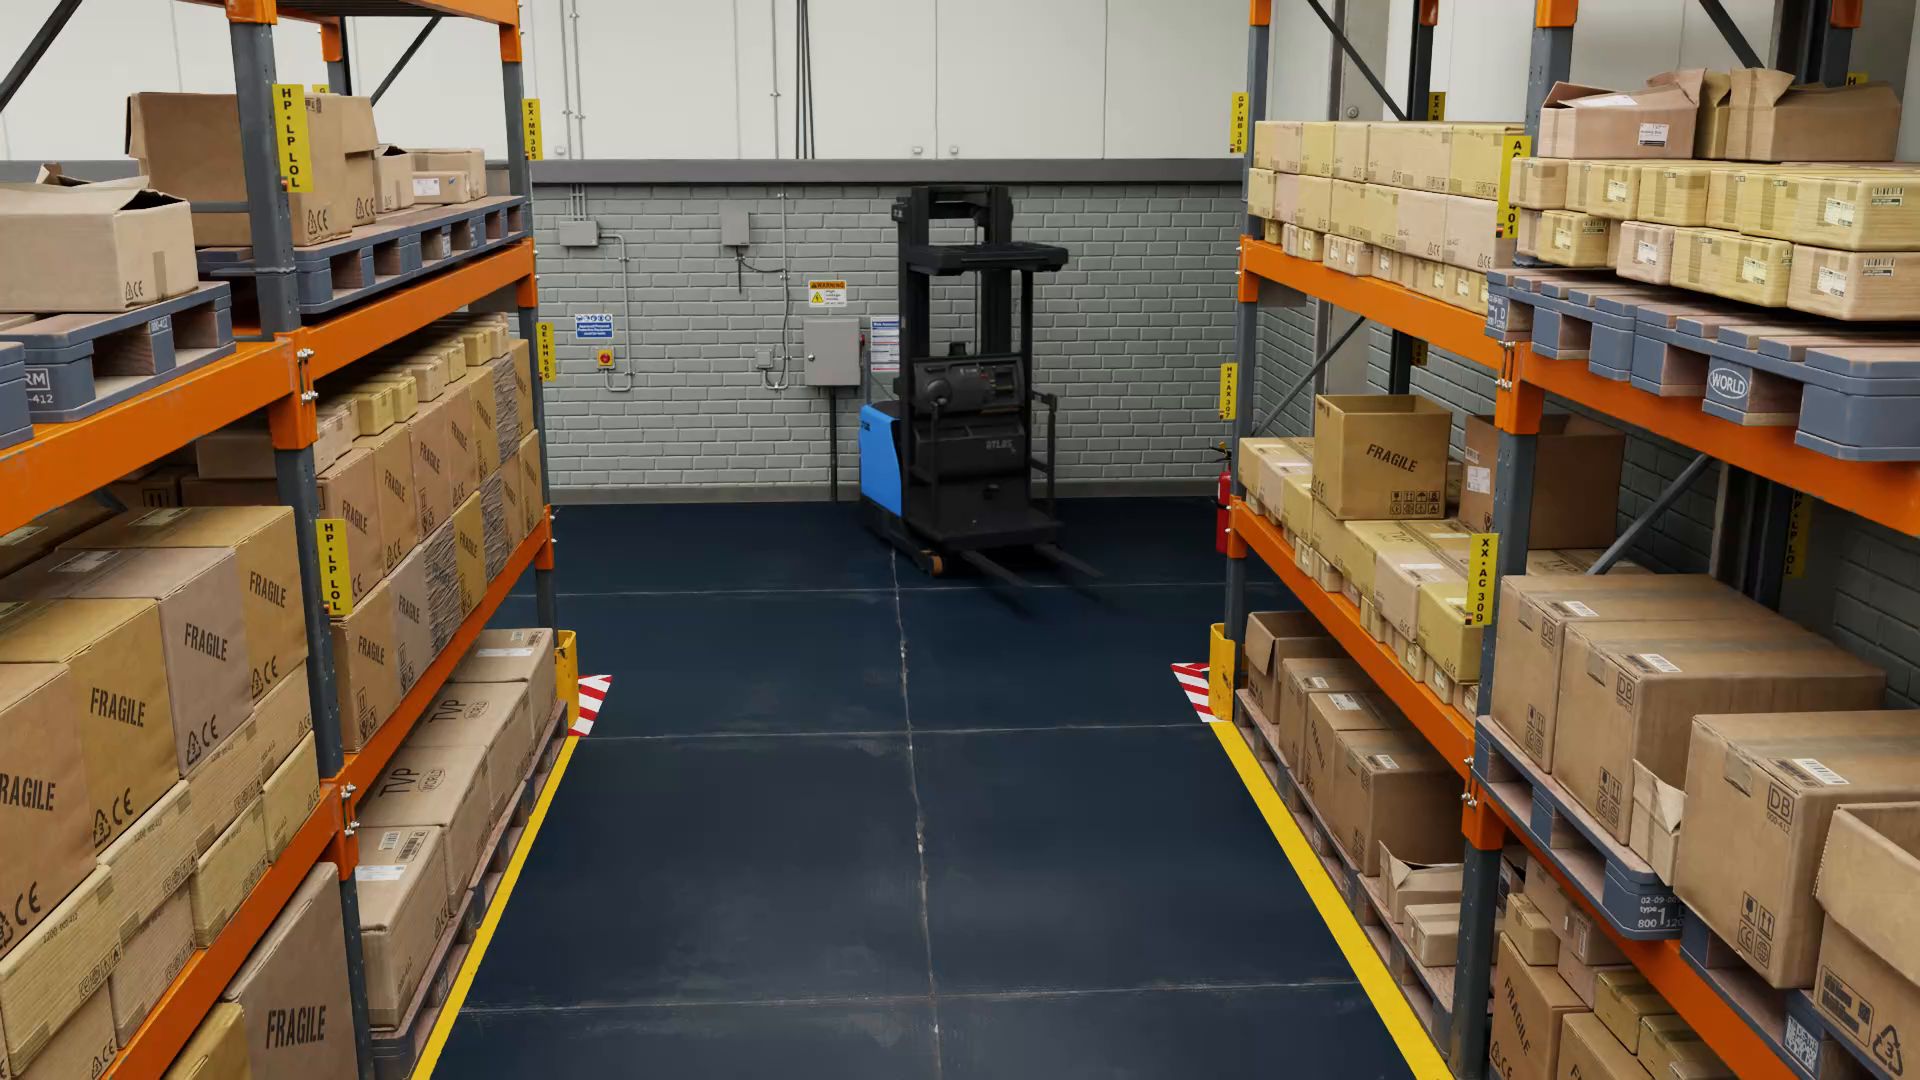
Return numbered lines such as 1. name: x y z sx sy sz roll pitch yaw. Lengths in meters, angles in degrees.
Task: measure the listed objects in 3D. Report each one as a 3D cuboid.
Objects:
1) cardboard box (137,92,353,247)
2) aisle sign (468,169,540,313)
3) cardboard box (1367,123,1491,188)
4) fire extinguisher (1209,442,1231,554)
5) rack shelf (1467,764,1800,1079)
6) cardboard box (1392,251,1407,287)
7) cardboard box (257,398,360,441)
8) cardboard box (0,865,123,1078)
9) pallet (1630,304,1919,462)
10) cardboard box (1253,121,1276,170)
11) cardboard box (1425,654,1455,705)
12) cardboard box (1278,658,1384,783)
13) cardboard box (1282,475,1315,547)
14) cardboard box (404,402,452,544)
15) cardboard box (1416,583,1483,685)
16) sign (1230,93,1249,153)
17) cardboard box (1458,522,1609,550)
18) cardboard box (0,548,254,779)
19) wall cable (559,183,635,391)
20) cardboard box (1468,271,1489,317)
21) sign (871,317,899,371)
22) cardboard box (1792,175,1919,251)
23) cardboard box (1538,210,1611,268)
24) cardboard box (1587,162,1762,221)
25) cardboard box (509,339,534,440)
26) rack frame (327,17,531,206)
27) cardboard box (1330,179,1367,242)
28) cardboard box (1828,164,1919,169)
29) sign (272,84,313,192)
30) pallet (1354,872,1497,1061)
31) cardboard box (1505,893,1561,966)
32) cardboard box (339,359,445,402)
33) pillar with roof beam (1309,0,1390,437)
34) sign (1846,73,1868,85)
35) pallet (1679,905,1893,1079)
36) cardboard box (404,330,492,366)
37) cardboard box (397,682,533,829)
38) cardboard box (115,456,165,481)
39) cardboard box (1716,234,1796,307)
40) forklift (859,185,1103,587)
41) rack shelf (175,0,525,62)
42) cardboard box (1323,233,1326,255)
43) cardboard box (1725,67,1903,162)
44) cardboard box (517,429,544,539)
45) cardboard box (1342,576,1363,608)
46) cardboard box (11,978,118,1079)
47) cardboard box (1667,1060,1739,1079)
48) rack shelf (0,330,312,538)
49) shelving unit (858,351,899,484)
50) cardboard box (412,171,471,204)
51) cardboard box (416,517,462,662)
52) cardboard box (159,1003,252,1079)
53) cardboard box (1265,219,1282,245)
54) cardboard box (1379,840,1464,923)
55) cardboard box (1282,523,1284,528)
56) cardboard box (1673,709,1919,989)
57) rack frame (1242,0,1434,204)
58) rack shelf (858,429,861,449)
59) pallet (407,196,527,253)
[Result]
1. cardboard box: -2.437 -1.279 5.714 0.500 0.500 0.500 -1 14 -2
2. aisle sign: -2.553 -1.653 9.215 0.394 0.787 0.004 -1 14 -3
3. cardboard box: 2.009 -1.595 6.885 0.500 0.250 0.500 -1 14 -2
4. fire extinguisher: 1.626 -0.260 9.922 0.296 0.674 0.183 -1 14 -3
5. rack shelf: 2.468 1.392 4.042 1.077 0.370 4.000 -1 14 -3
6. cardboard box: 2.009 -1.126 6.868 0.380 0.149 0.250 0 14 -2
7. cardboard box: -2.460 -0.432 6.178 0.380 0.149 0.250 -1 14 -4
8. cardboard box: -2.215 0.940 3.652 0.500 0.250 0.500 -1 14 -2
9. pallet: 2.381 -0.395 3.898 1.213 0.211 1.003 -1 14 -3
10. cardboard box: 1.873 -2.101 8.854 0.500 0.250 0.500 -1 14 -4
11. cardboard box: 2.034 0.528 6.460 0.380 0.149 0.250 0 14 -2
12. cardboard box: 2.053 0.925 8.586 0.700 0.500 0.500 0 14 -1
13. cardboard box: 1.921 -0.152 8.302 0.500 0.250 0.500 -1 14 -4
14. cardboard box: -2.443 -0.285 6.906 0.500 0.500 0.500 -1 14 -2
15. cardboard box: 2.069 0.351 6.345 0.500 0.250 0.500 -1 14 -2
16. sign: 1.554 -2.317 9.237 0.100 0.325 0.005 -1 14 -3
17. cardboard box: 2.515 0.094 7.345 0.500 0.250 0.500 -1 14 -2
18. cardboard box: -2.292 0.326 4.531 0.500 0.500 0.500 -1 14 -2
19. wall cable: -3.231 -2.281 14.769 0.585 1.953 0.123 -1 14 -3
20. cardboard box: 2.027 -0.870 5.873 0.380 0.149 0.250 -1 14 -4
21. sign: -0.645 -1.783 15.126 0.329 0.494 0.001 -1 14 -3
22. cardboard box: 2.079 -0.718 3.641 0.380 0.149 0.250 -1 14 -3
23. cardboard box: 1.947 -0.892 4.913 0.380 0.149 0.250 -1 14 -3
24. cardboard box: 1.986 -0.971 4.625 0.380 0.149 0.250 -1 14 -4
25. cardboard box: -2.590 -0.788 8.862 0.500 0.500 0.500 0 14 -2
26. rack frame: -2.858 -3.277 8.703 1.000 3.000 0.127 -1 14 -3
27. cardboard box: 1.977 -1.477 7.430 0.500 0.250 0.500 -1 14 -4
28. cardboard box: 2.548 -0.918 4.417 0.380 0.149 0.250 0 14 -2
29. sign: -2.069 -1.243 5.149 0.100 0.325 0.005 -1 14 -3
30. pallet: 2.302 1.725 6.897 1.003 0.211 1.213 -1 14 -3
31. cardboard box: 2.100 1.332 5.701 0.380 0.149 0.250 0 14 -1
32. cardboard box: -2.446 -0.685 7.160 0.380 0.149 0.250 -1 14 -3
33. pillar with roof beam: -1.468 -3.972 11.406 9.100 9.000 0.400 -1 14 -3
34. sign: 2.898 -1.358 5.435 0.100 0.325 0.005 -1 14 -3
35. pallet: 2.467 1.150 3.923 1.003 0.211 1.213 -1 14 -3
36. cardboard box: -2.522 -0.943 8.163 0.380 0.149 0.250 -1 14 -2
37. cardboard box: -2.652 1.056 8.201 0.875 0.438 0.875 0 14 -2
38. cardboard box: -2.947 -0.295 5.645 0.380 0.149 0.250 -1 14 -5
39. cardboard box: 2.038 -0.639 3.933 0.380 0.149 0.250 -1 14 -2
40. forklift: 0.159 -1.253 13.014 1.130 2.935 3.031 -6 16 -22
41. rack shelf: -2.734 -2.237 6.909 1.077 0.370 4.000 -1 14 -3
42. cardboard box: 1.938 -1.379 7.851 0.380 0.149 0.250 -1 14 -4
43. cardboard box: 2.481 -1.241 4.844 0.396 0.266 0.258 -1 14 -3
44. cardboard box: -2.564 -0.304 8.988 0.500 0.500 0.500 -1 14 -3
45. cardboard box: 1.994 0.208 7.703 0.380 0.149 0.250 -1 14 -4
46. cardboard box: -2.252 1.184 3.704 0.500 0.250 0.500 -1 14 -3
47. cardboard box: 2.231 1.594 4.683 0.380 0.149 0.250 -1 14 -4
48. rack shelf: -2.486 0.016 3.367 1.077 0.370 4.000 -1 14 -3
49. shelving unit: -0.620 -0.998 14.844 0.538 1.500 1.048 -1 13 -7
50. cardboard box: -2.634 -1.741 8.213 0.380 0.149 0.250 -2 15 -8
51. cardboard box: -2.429 0.205 7.009 0.500 0.500 0.500 -1 14 -3
52. cardboard box: -2.428 1.826 4.329 0.875 0.875 0.875 0 14 -2
53. cardboard box: 1.884 -1.697 9.087 0.380 0.149 0.250 -1 14 -2
54. cardboard box: 1.994 1.444 7.040 0.396 0.266 0.258 0 14 -1
55. cardboard box: 1.955 -0.114 8.954 0.380 0.149 0.250 -1 14 -4
56. cardboard box: 2.231 0.742 4.081 0.700 0.500 0.500 -1 14 -4
57. rack frame: 2.096 -3.354 9.004 1.000 3.000 0.127 -1 14 -3
58. rack shelf: -0.622 -0.823 14.884 0.538 0.185 1.000 -1 13 -7
59. pallet: -2.802 -1.597 8.371 1.003 0.211 1.213 -1 14 -3
